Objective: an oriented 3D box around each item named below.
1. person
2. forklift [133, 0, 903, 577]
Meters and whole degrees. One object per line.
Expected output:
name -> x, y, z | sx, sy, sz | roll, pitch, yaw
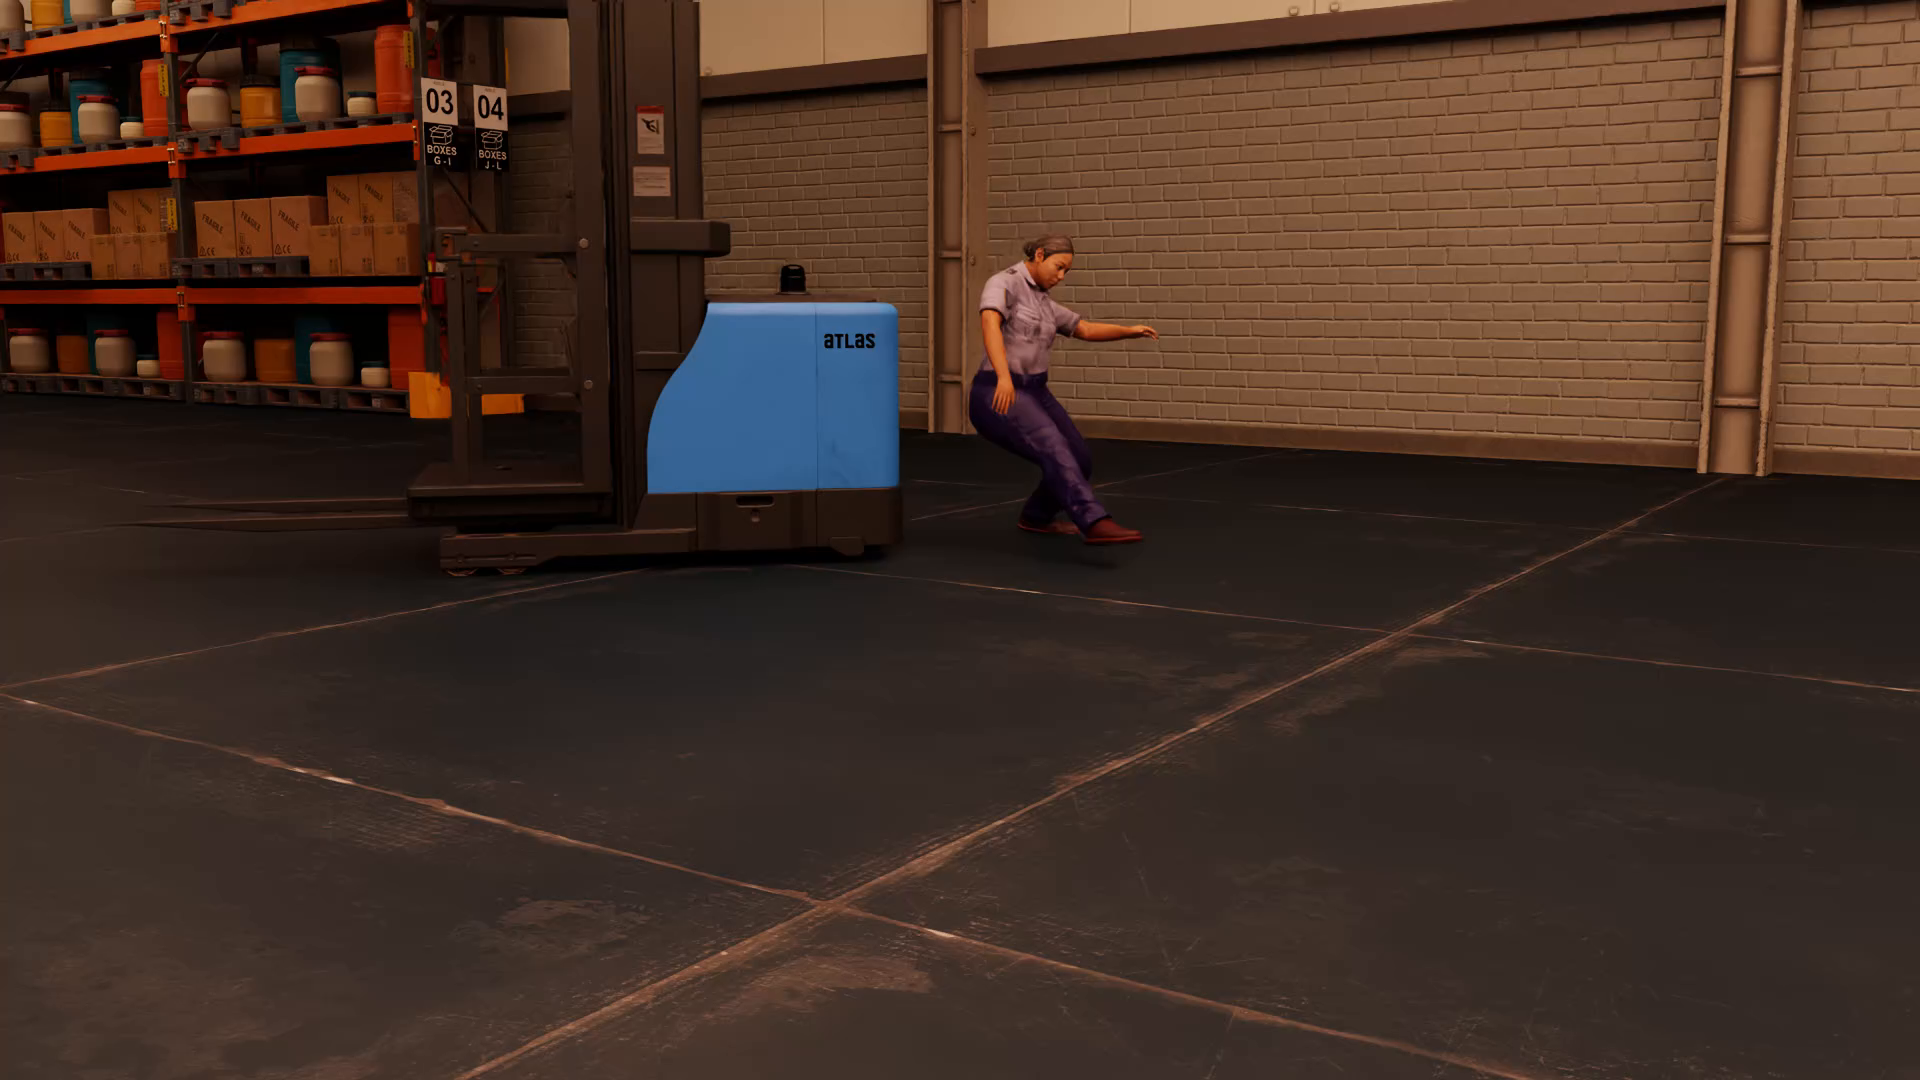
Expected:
person -> 0.529, -0.633, 7.261 | 1.045, 1.391, 0.942 | 5, 10, 34
forklift -> -1.815, -1.387, 6.944 | 3.031, 2.935, 1.130 | -2, 8, -13
